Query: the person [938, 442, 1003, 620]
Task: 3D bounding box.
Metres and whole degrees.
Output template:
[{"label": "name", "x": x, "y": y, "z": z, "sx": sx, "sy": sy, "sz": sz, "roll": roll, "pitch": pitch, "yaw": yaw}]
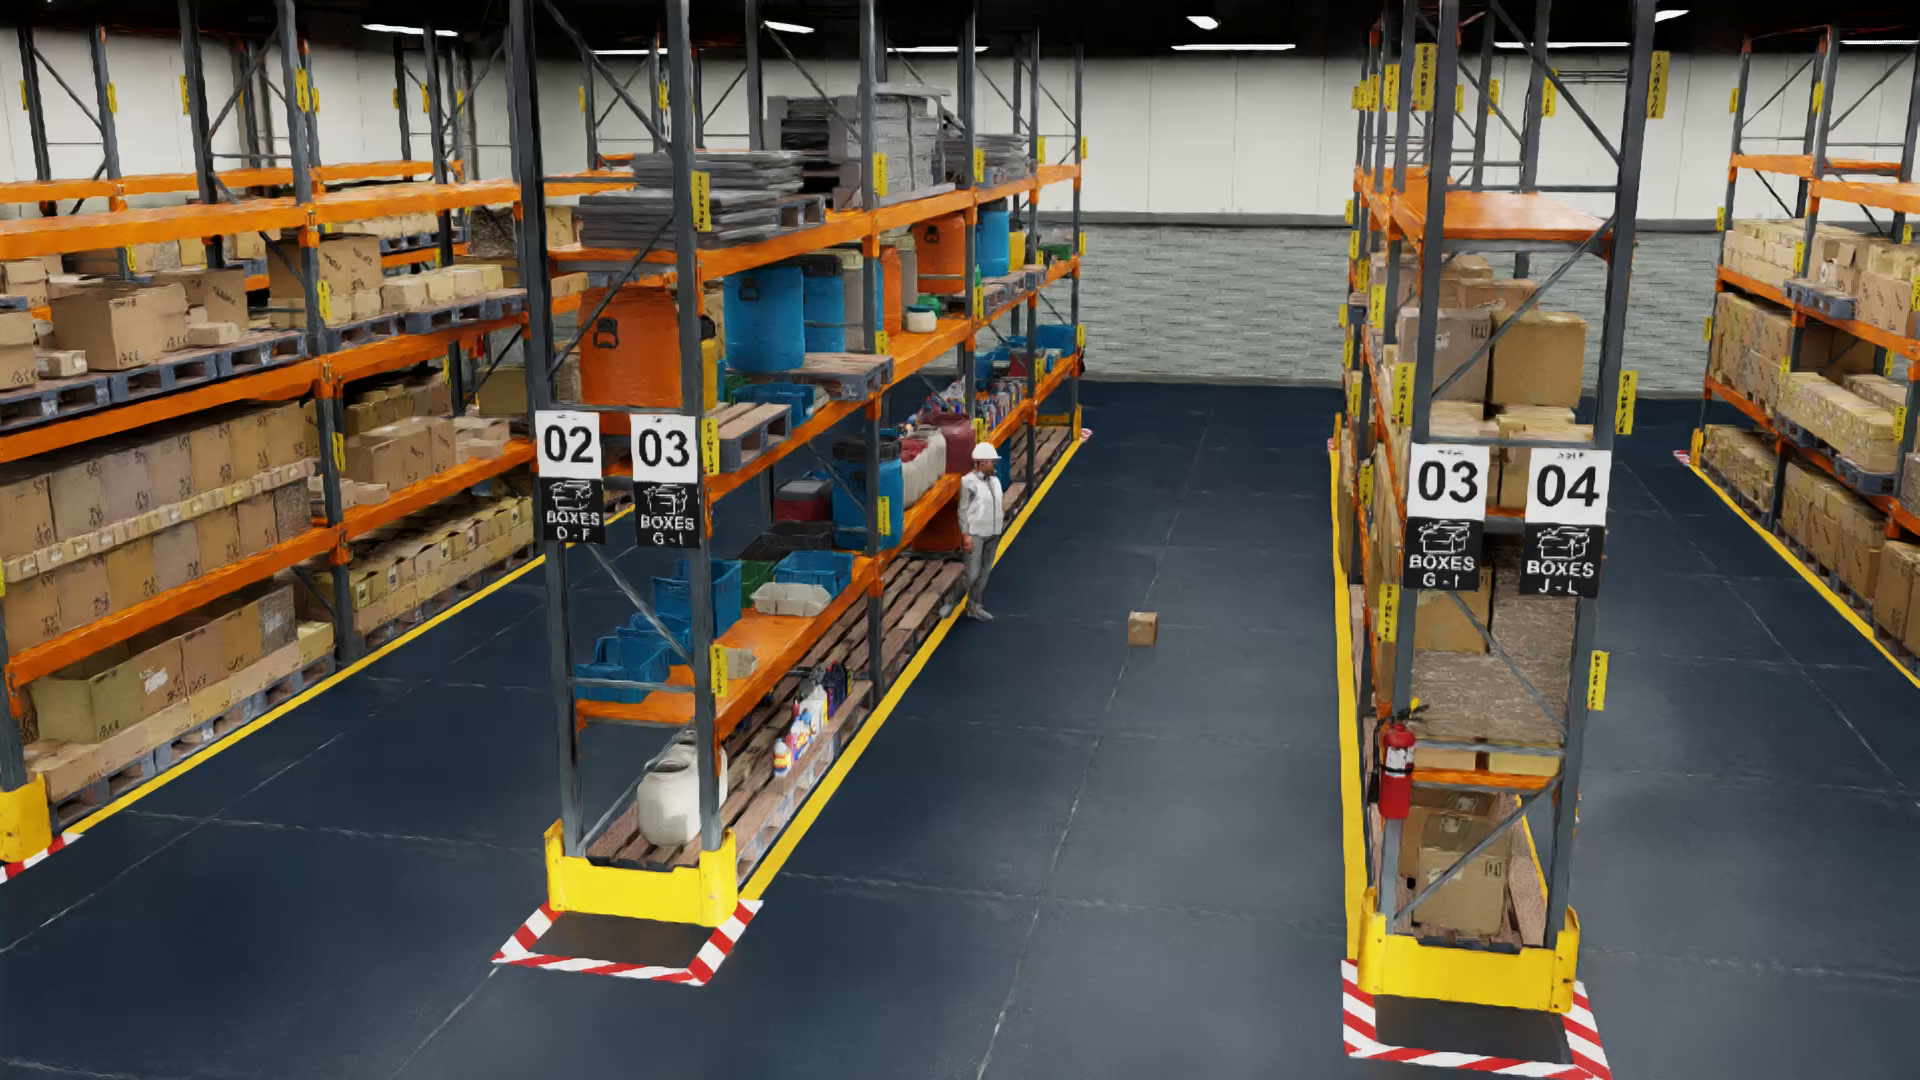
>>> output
[{"label": "person", "x": 0.130, "y": -0.075, "z": 16.184, "sx": 0.704, "sy": 1.764, "sz": 0.460, "roll": -13, "pitch": 20, "yaw": -42}]
